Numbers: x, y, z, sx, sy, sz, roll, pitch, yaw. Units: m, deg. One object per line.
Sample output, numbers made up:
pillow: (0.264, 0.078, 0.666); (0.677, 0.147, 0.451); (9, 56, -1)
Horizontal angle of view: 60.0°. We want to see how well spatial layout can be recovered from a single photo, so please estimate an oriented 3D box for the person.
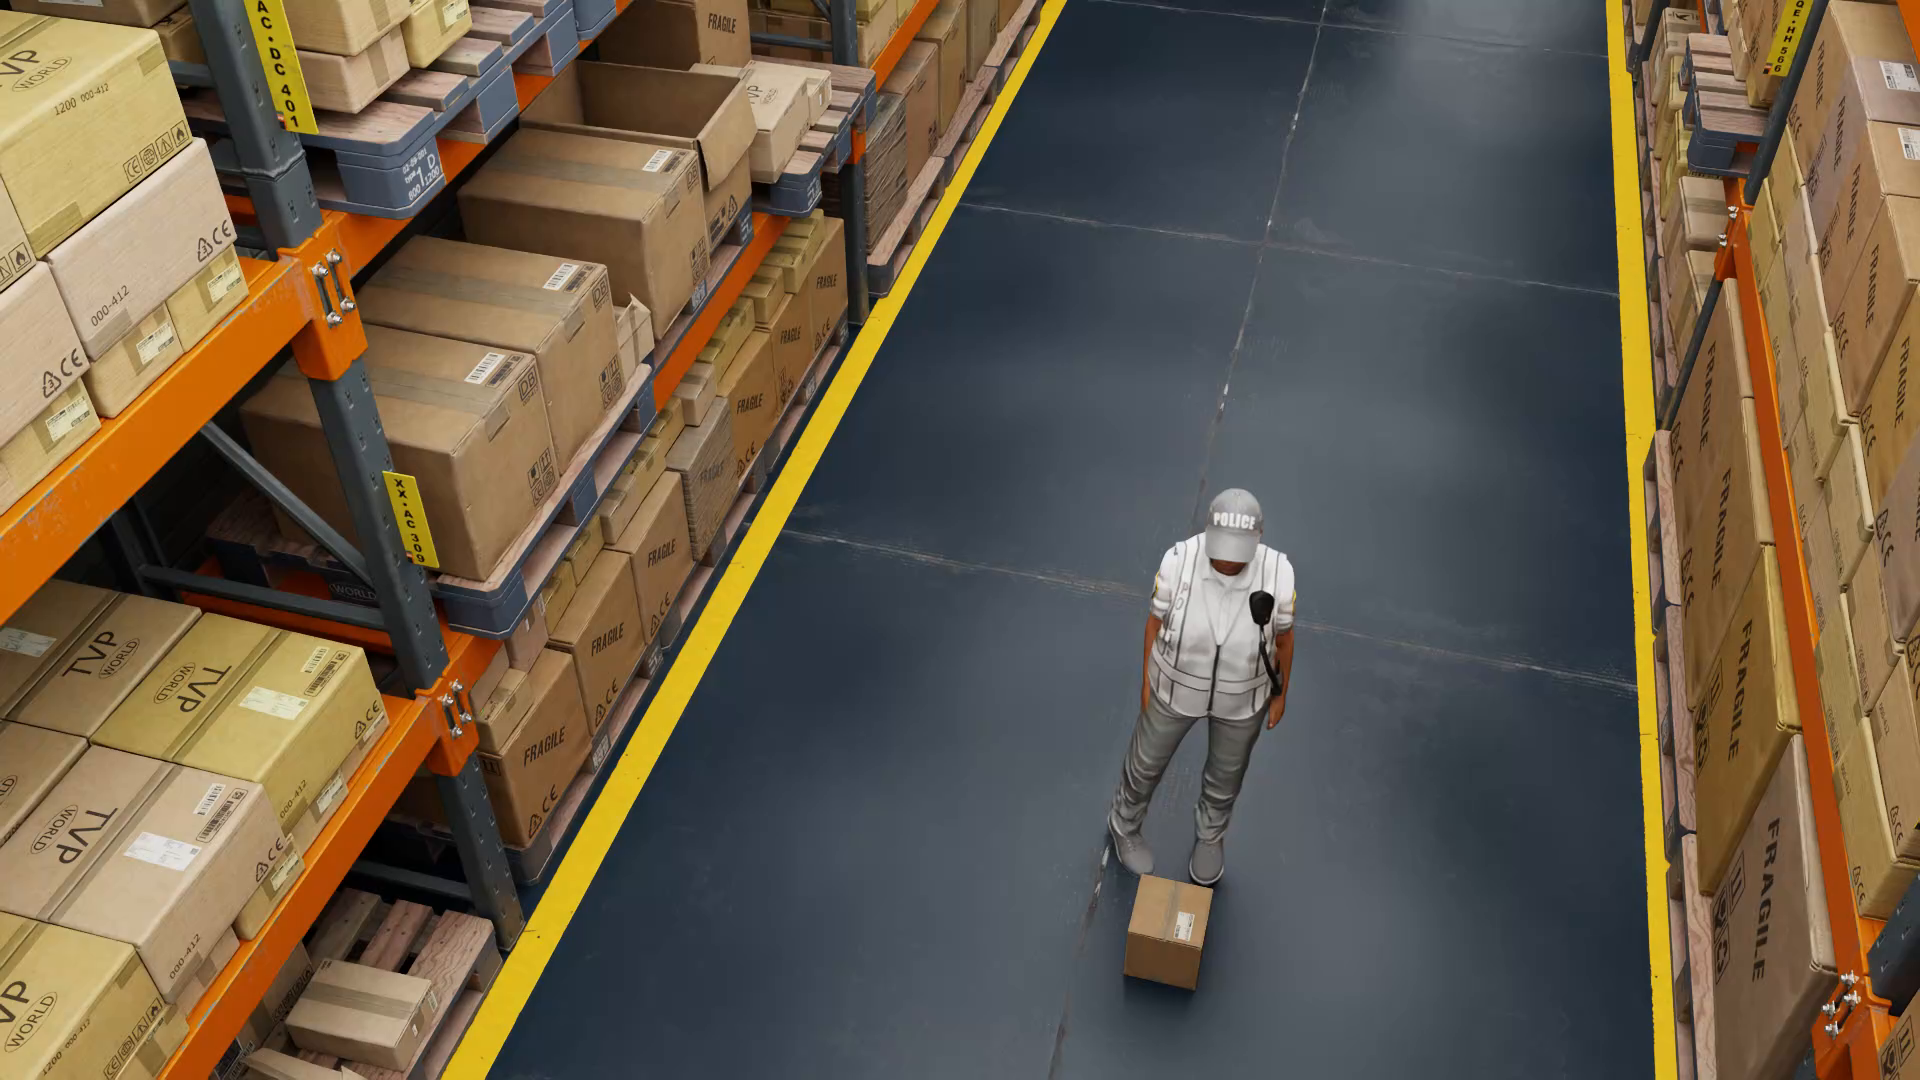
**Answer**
person: (0.815, 0.509, 5.582); (0.558, 1.687, 0.363); (6, 42, 7)
